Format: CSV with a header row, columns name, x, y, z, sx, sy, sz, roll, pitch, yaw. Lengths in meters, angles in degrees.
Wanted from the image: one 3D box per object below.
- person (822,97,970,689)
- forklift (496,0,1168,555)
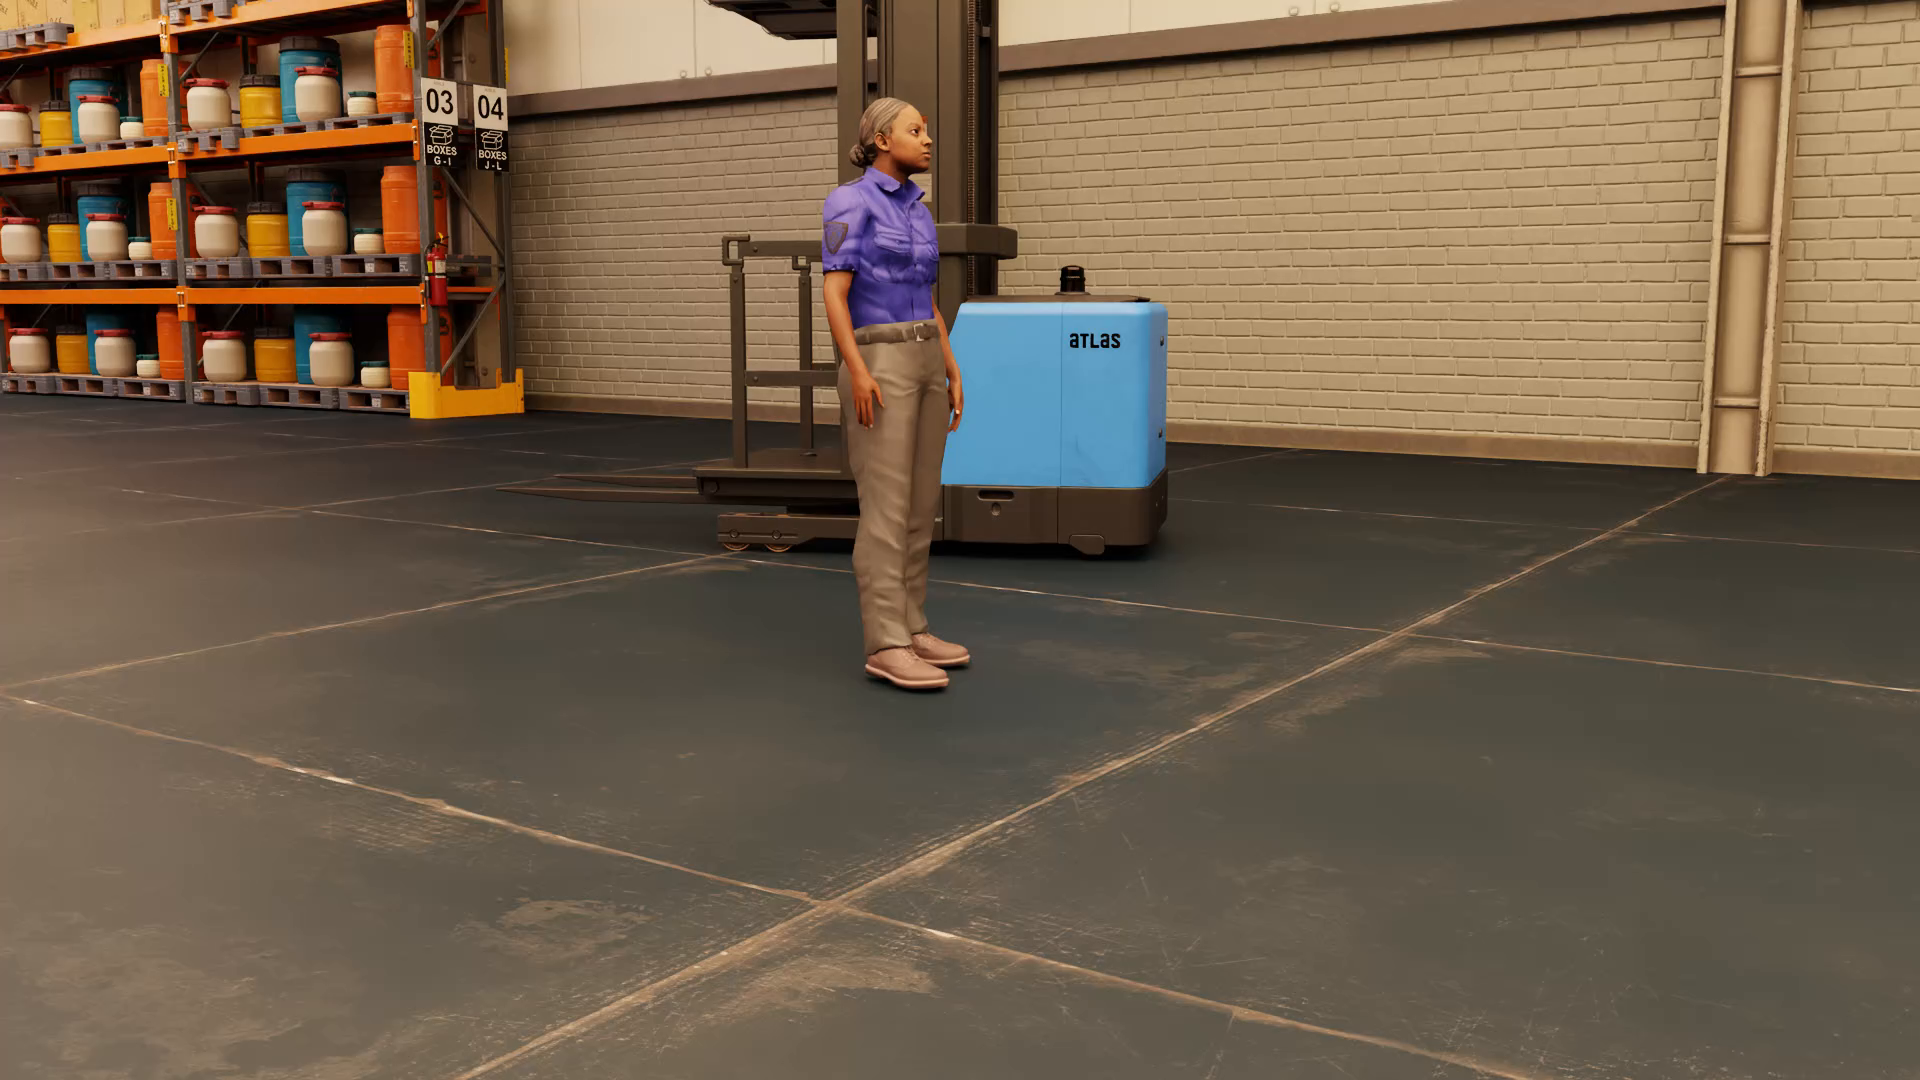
name,x,y,z,sx,sy,sz,roll,pitch,yaw
person,-0.127,-0.448,4.825,0.504,1.654,0.570,5,10,32
forklift,-0.596,-1.469,7.520,3.031,2.935,1.130,2,8,12
